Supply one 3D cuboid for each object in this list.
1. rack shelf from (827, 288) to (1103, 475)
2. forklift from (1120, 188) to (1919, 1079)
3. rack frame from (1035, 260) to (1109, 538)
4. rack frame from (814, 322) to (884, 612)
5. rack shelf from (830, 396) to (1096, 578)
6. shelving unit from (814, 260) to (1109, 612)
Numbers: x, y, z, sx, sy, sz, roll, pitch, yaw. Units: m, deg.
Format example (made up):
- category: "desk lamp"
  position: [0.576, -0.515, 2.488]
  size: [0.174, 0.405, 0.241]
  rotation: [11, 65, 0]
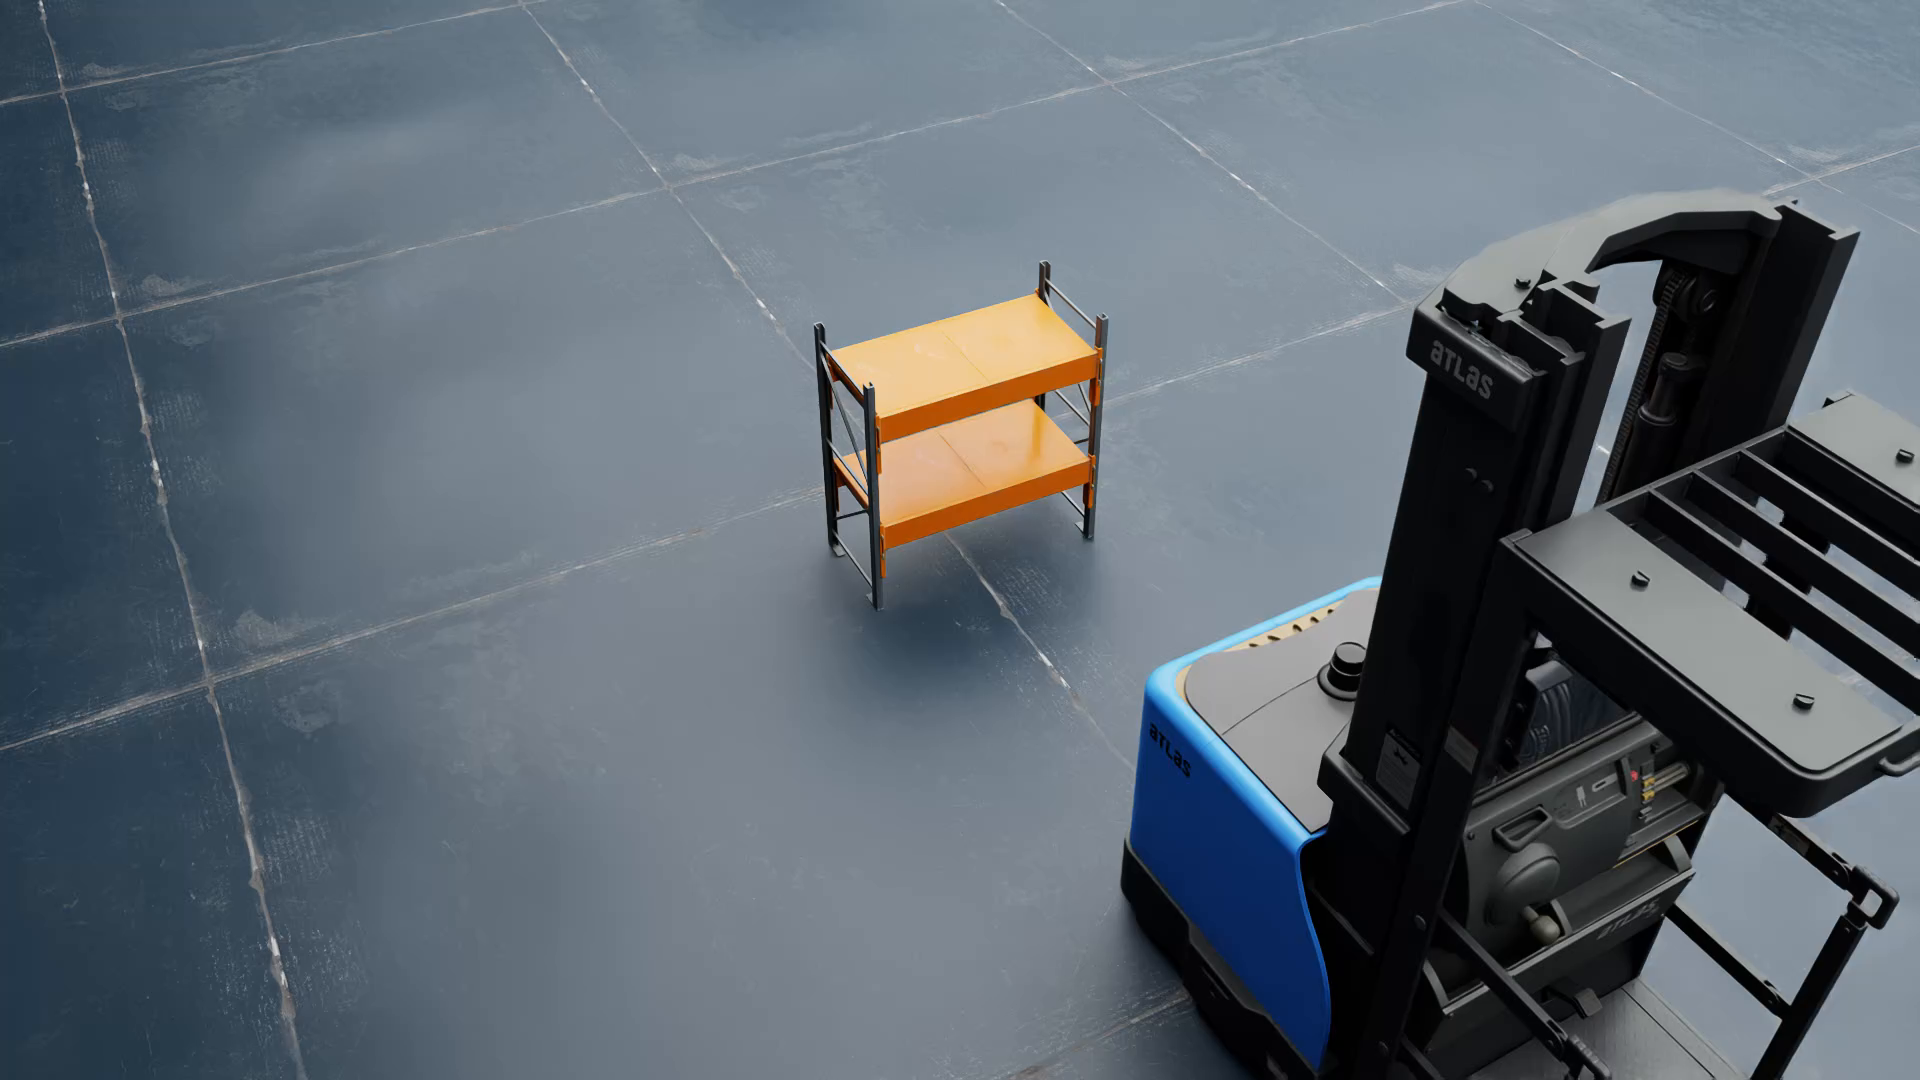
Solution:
- category: "rack shelf"
  position: [0.006, -0.655, 6.700]
  size: [1.000, 0.278, 0.538]
  rotation: [-19, 44, -21]
- category: "forklift"
  position: [1.724, 0.779, 4.061]
  size: [1.130, 2.935, 3.031]
  rotation: [-20, 44, -22]
- category: "rack frame"
  position: [0.457, -0.583, 7.068]
  size: [0.032, 1.125, 0.500]
  rotation: [-19, 44, -21]
- category: "rack frame"
  position: [-0.445, -0.280, 6.710]
  size: [0.032, 1.125, 0.500]
  rotation: [-19, 44, -21]
- category: "rack shelf"
  position: [0.006, -0.245, 7.047]
  size: [1.000, 0.278, 0.538]
  rotation: [-19, 44, -21]
- category: "shelving unit"
  position: [0.006, -0.431, 6.889]
  size: [1.048, 1.125, 0.538]
  rotation: [-19, 44, -21]
